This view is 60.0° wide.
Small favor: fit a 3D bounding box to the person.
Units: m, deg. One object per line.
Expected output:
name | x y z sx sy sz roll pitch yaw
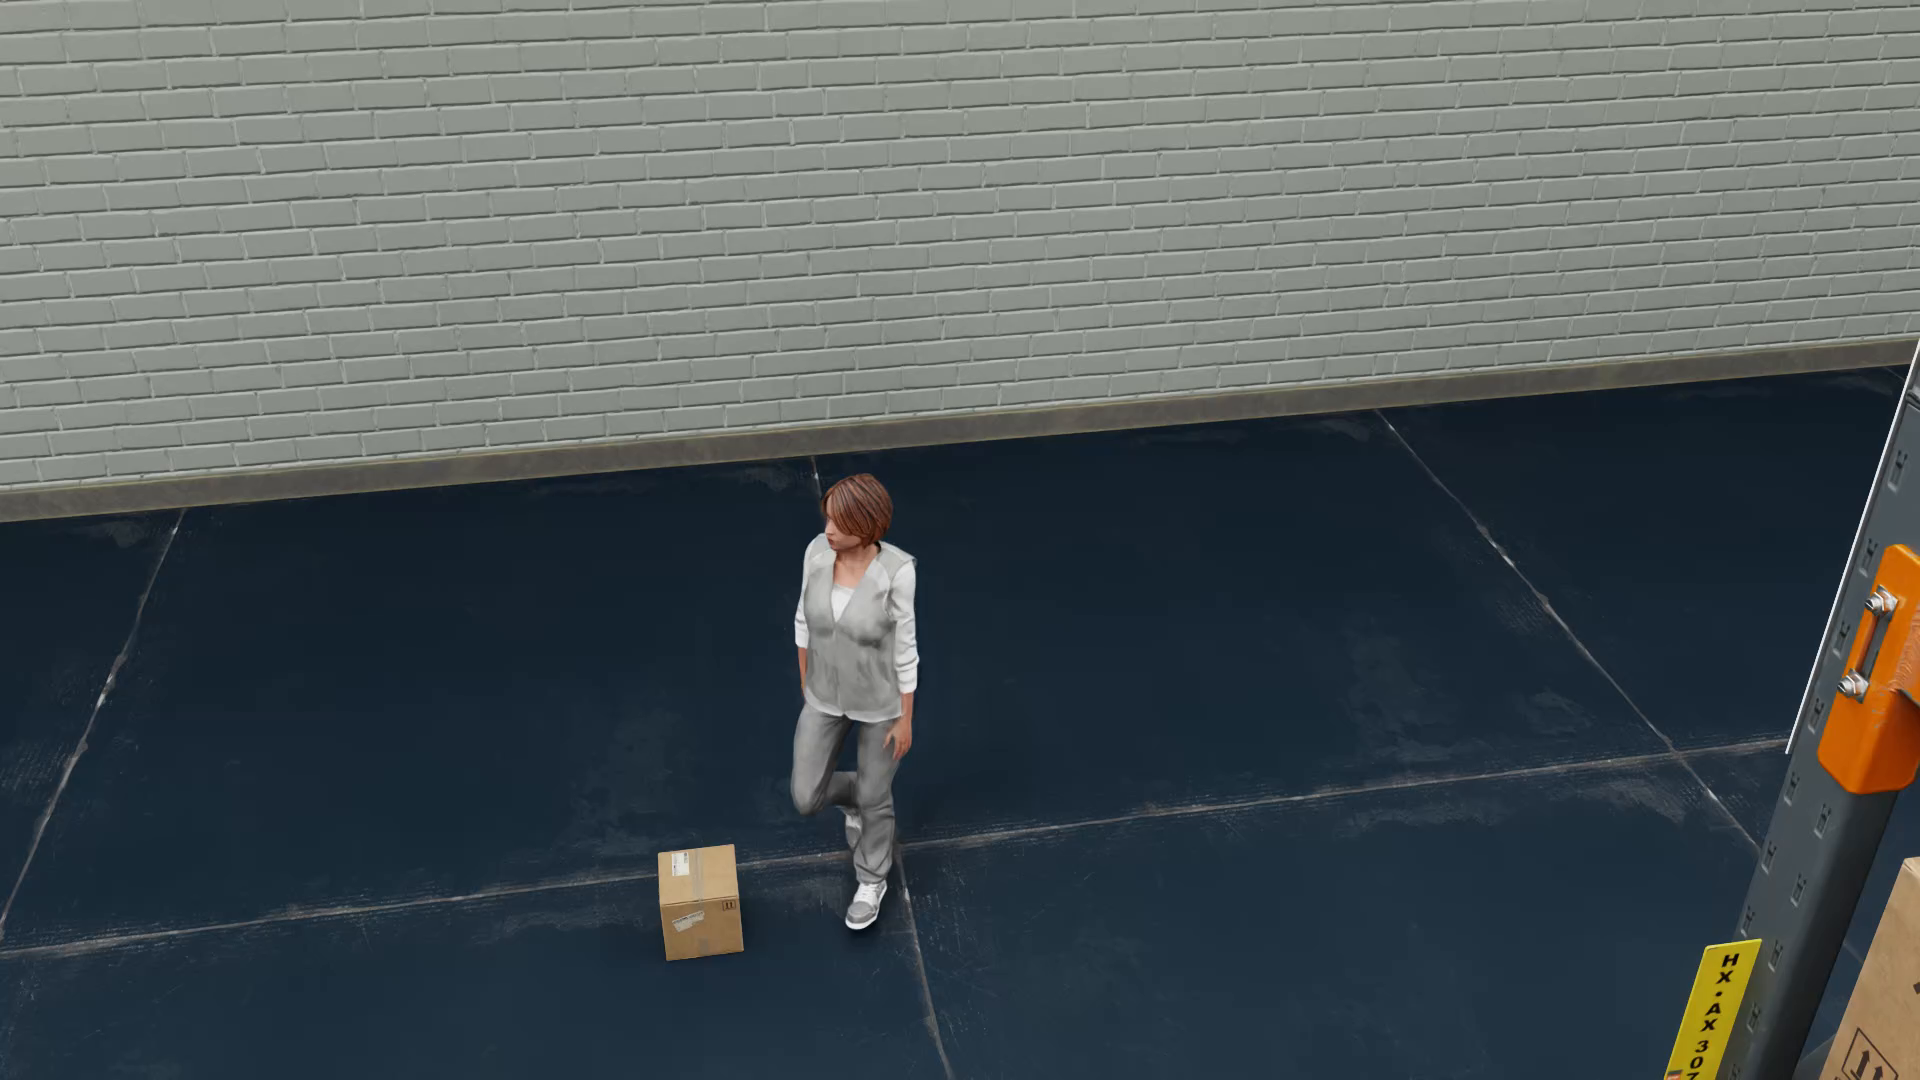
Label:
person | -0.326 0.500 5.284 0.428 1.588 0.475 9 32 15
